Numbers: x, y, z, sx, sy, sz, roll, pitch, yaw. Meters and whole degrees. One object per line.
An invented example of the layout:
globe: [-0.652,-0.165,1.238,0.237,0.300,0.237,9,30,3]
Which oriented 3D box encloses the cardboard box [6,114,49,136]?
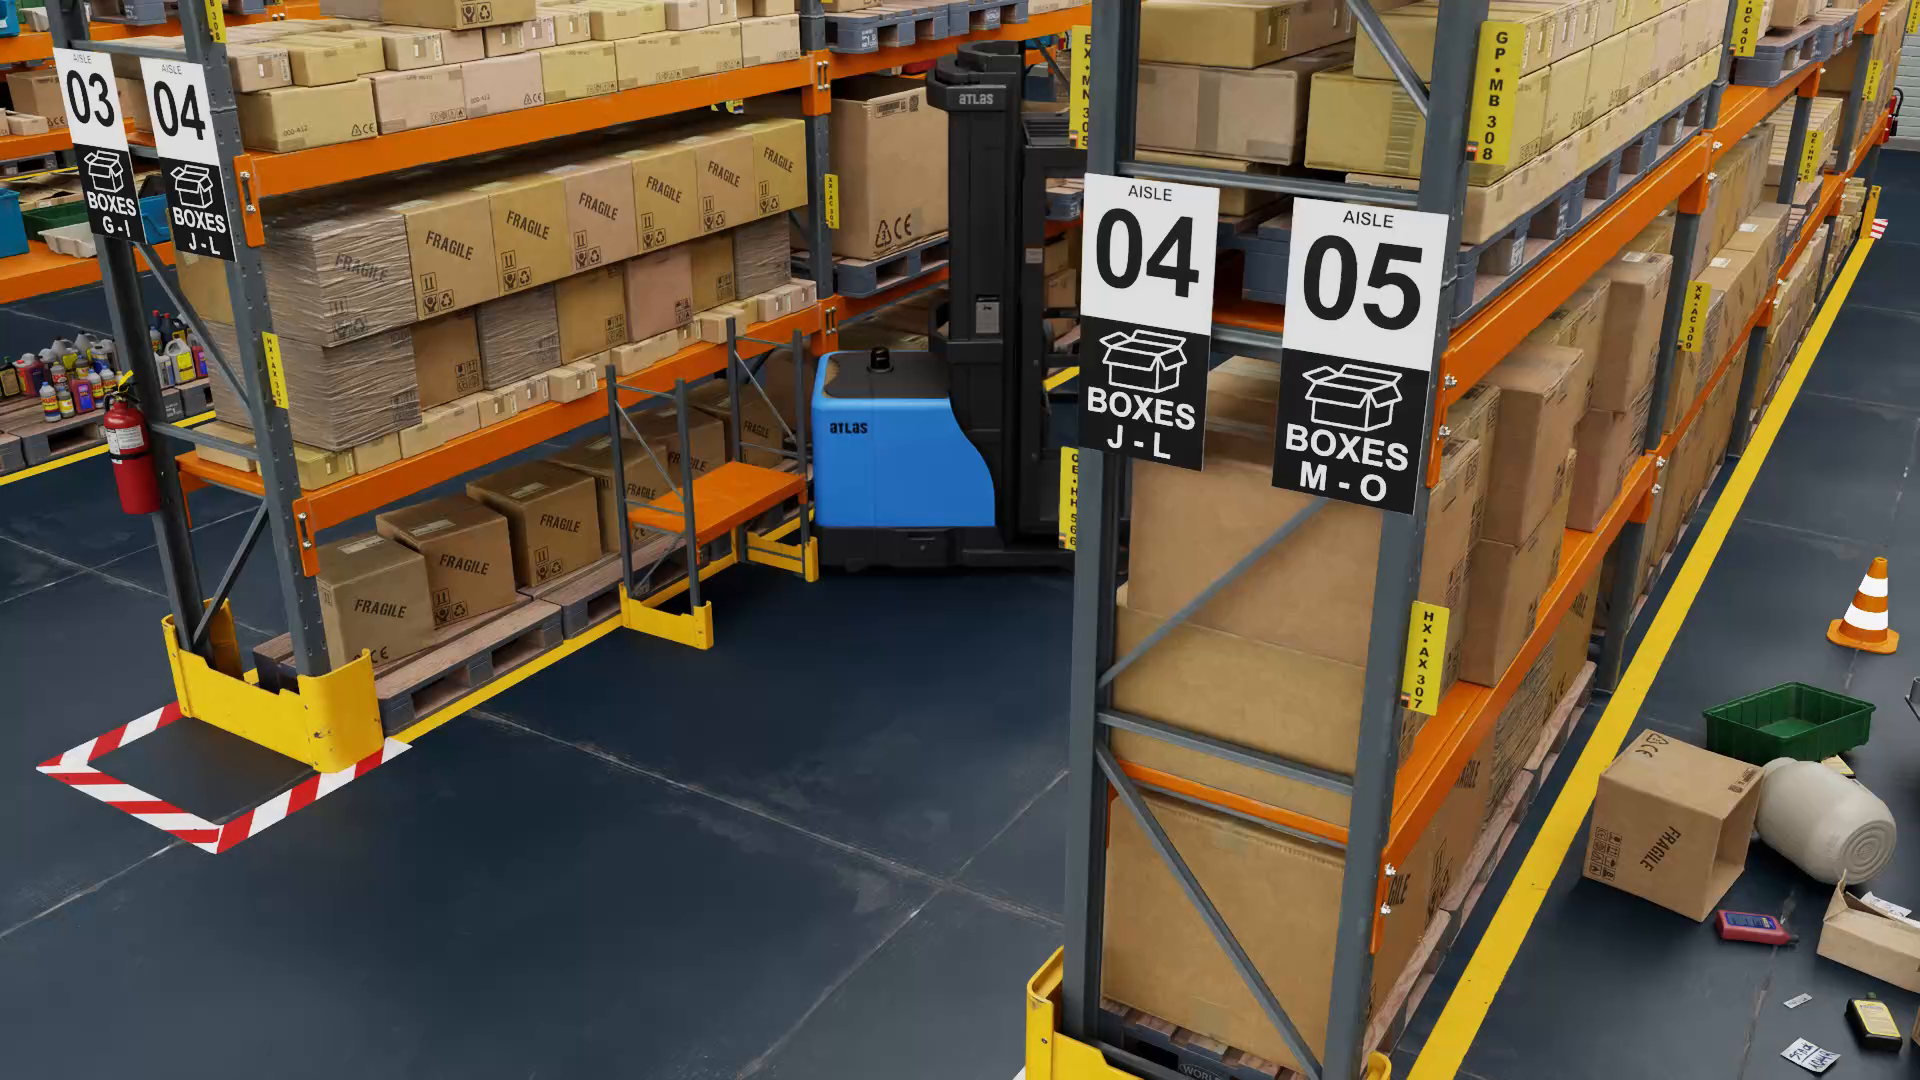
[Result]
cardboard box: [-9.025,-4.002,16.036,0.380,0.149,0.250,14,27,29]

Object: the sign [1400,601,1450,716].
sign: [1.267,0.324,4.536,0.100,0.325,0.005,14,27,29]

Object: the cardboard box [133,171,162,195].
cardboard box: [-8.426,-3.656,17.146,0.500,0.311,0.500,15,27,30]

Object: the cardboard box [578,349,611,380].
cardboard box: [-2.116,-0.963,9.016,0.380,0.149,0.250,14,27,29]

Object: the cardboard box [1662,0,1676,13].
cardboard box: [2.320,-1.960,5.885,0.380,0.149,0.250,13,27,28]

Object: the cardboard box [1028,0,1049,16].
cardboard box: [0.299,-3.891,11.875,0.500,0.250,0.500,15,27,30]

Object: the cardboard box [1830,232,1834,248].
cardboard box: [7.682,-2.722,15.072,0.380,0.149,0.250,15,28,31]

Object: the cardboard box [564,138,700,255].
cardboard box: [-1.782,-1.878,9.054,0.500,0.500,0.500,14,27,29]

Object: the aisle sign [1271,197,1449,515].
aisle sign: [1.016,-0.467,4.281,0.394,0.787,0.004,14,27,29]

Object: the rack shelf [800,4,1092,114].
rack shelf: [-0.197,-3.506,11.702,1.077,0.370,4.000,14,27,29]

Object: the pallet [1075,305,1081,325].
pallet: [1.338,-2.105,14.847,1.003,0.211,1.213,14,27,29]

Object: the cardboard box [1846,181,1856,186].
cardboard box: [8.994,-3.614,17.133,0.380,0.149,0.250,14,27,30]

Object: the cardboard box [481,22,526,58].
cardboard box: [-2.305,-2.401,7.932,0.380,0.149,0.250,13,26,27]

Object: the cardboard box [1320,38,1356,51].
cardboard box: [1.084,-1.436,5.175,0.500,0.250,0.500,14,27,29]

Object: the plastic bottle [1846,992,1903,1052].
plastic bottle: [3.348,1.759,6.110,0.133,0.061,0.283,5,24,11]

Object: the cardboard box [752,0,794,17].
cardboard box: [-1.178,-3.105,9.557,0.380,0.149,0.250,15,27,31]

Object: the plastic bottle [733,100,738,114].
plastic bottle: [-2.326,-4.504,17.040,0.097,0.271,0.097,0,23,0]

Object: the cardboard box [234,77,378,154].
cardboard box: [-2.888,-1.850,7.162,0.500,0.250,0.500,15,27,30]

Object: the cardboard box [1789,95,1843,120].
cardboard box: [7.083,-3.585,13.794,0.380,0.149,0.250,15,28,31]

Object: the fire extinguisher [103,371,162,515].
fire extinguisher: [-3.813,-0.457,7.627,0.296,0.674,0.183,14,27,29]

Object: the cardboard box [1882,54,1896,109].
cardboard box: [8.944,-4.565,16.519,0.500,0.500,0.500,13,27,28]

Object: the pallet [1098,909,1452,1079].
pallet: [1.154,1.633,6.213,1.003,0.211,1.213,14,27,29]

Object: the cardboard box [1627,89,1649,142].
cardboard box: [2.184,-1.505,5.838,0.380,0.149,0.250,14,27,29]

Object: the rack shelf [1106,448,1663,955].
rack shelf: [1.854,0.294,6.700,1.077,0.370,4.000,14,27,29]

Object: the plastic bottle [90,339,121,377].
plastic bottle: [-6.422,-1.359,12.488,0.152,0.276,0.135,14,27,29]

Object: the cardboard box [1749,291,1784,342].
cardboard box: [5.588,-1.633,11.919,0.500,0.250,0.500,13,26,27]

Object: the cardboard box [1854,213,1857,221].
cardboard box: [8.930,-3.368,16.940,0.380,0.149,0.250,13,26,27]

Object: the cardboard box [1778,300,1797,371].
cardboard box: [6.138,-1.636,12.872,0.500,0.500,0.500,13,27,28]

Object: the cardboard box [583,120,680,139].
cardboard box: [-1.967,-2.158,9.700,0.500,0.500,0.500,14,27,29]

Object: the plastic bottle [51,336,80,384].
plastic bottle: [-6.660,-1.353,12.380,0.144,0.351,0.185,15,28,31]

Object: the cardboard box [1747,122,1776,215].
cardboard box: [4.774,-2.416,10.671,0.700,0.500,0.500,14,27,29]

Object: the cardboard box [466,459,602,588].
cardboard box: [-2.385,-0.103,9.331,0.500,0.500,0.500,17,29,34]

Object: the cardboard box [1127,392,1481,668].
cardboard box: [1.028,-0.042,5.024,0.875,0.550,0.550,14,27,29]

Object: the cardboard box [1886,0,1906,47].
cardboard box: [8.941,-5.025,16.322,0.500,0.500,0.500,13,27,27]

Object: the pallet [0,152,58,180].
pallet: [-12.180,-4.705,20.853,1.003,0.211,1.213,14,27,29]

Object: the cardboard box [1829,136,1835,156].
cardboard box: [7.088,-3.313,13.914,0.380,0.149,0.250,13,27,28]

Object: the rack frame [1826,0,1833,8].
rack frame: [5.019,-4.814,10.043,1.000,3.000,0.127,14,27,29]

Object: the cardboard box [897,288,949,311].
cardboard box: [-0.053,-1.576,12.708,0.700,0.500,0.500,16,28,33]

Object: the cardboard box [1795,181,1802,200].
cardboard box: [5.989,-2.610,12.292,0.380,0.149,0.250,15,28,31]

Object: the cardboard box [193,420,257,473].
cardboard box: [-3.387,-0.458,7.849,0.380,0.149,0.250,14,27,29]

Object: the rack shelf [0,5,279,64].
rack shelf: [-6.514,-3.194,10.981,1.077,0.370,4.000,14,27,29]

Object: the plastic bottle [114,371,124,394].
plastic bottle: [-6.062,-1.119,12.029,0.097,0.201,0.097,0,23,0]

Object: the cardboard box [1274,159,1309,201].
cardboard box: [0.820,-1.129,4.968,0.380,0.149,0.250,14,27,29]

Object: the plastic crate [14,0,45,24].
plastic crate: [-6.523,-3.626,11.341,0.336,0.188,0.450,14,27,29]

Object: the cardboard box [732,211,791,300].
cardboard box: [-1.541,-1.828,10.196,0.875,0.500,0.500,14,27,29]

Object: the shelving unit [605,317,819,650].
shelving unit: [-1.343,-0.342,9.153,0.587,1.500,1.083,13,27,27]

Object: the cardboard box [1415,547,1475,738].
cardboard box: [1.228,0.246,5.718,0.875,0.550,0.550,14,27,29]

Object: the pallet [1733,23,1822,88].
pallet: [4.137,-2.744,9.275,1.003,0.211,1.213,15,28,31]

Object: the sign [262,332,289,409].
sign: [-2.900,-0.718,7.043,0.100,0.325,0.005,14,27,29]

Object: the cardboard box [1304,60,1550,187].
cardboard box: [1.272,-1.153,4.521,0.500,0.250,0.500,14,27,29]

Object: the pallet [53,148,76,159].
pallet: [-11.286,-5.219,22.040,1.003,0.211,1.213,14,27,29]

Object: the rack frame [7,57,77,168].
rack frame: [-11.766,-6.248,20.908,1.000,3.000,0.127,14,27,29]

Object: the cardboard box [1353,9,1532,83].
cardboard box: [1.245,-1.272,4.296,0.380,0.149,0.250,14,27,30]

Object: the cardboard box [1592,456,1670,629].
cardboard box: [3.160,-0.099,9.007,1.050,0.750,0.750,14,27,29]

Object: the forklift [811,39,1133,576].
forklift: [0.647,-1.347,9.672,3.031,2.935,1.130,0,23,-1]

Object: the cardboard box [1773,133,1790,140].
cardboard box: [5.981,-2.881,12.167,0.380,0.149,0.250,15,28,31]
